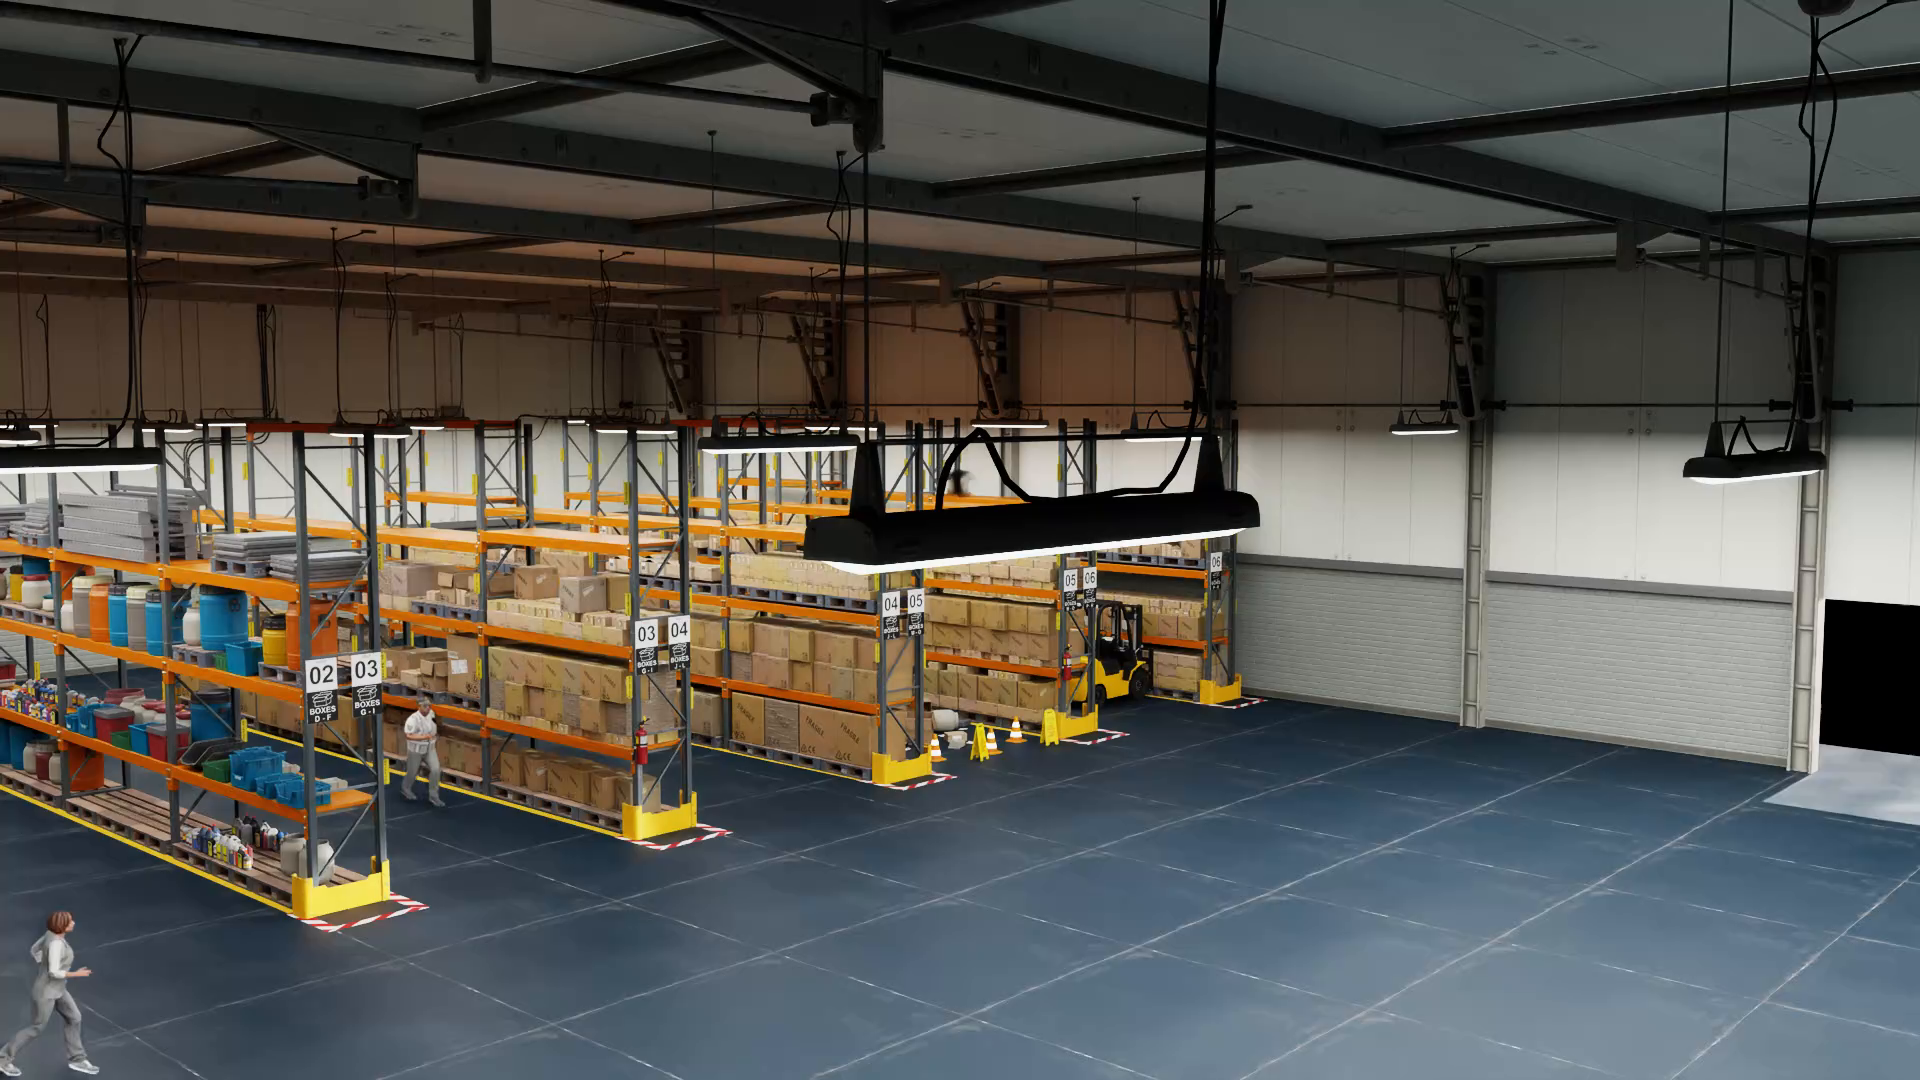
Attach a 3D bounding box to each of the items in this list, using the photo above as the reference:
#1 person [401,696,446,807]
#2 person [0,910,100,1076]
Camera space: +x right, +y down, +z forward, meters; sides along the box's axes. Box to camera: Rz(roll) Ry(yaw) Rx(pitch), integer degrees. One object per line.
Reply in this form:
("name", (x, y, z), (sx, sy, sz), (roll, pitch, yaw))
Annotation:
("person", (-8.523, 3.320, 26.271), (0.992, 1.774, 0.667), (4, 6, 41))
("person", (-8.583, 4.271, 15.563), (0.886, 1.604, 0.550), (-2, 5, -21))
